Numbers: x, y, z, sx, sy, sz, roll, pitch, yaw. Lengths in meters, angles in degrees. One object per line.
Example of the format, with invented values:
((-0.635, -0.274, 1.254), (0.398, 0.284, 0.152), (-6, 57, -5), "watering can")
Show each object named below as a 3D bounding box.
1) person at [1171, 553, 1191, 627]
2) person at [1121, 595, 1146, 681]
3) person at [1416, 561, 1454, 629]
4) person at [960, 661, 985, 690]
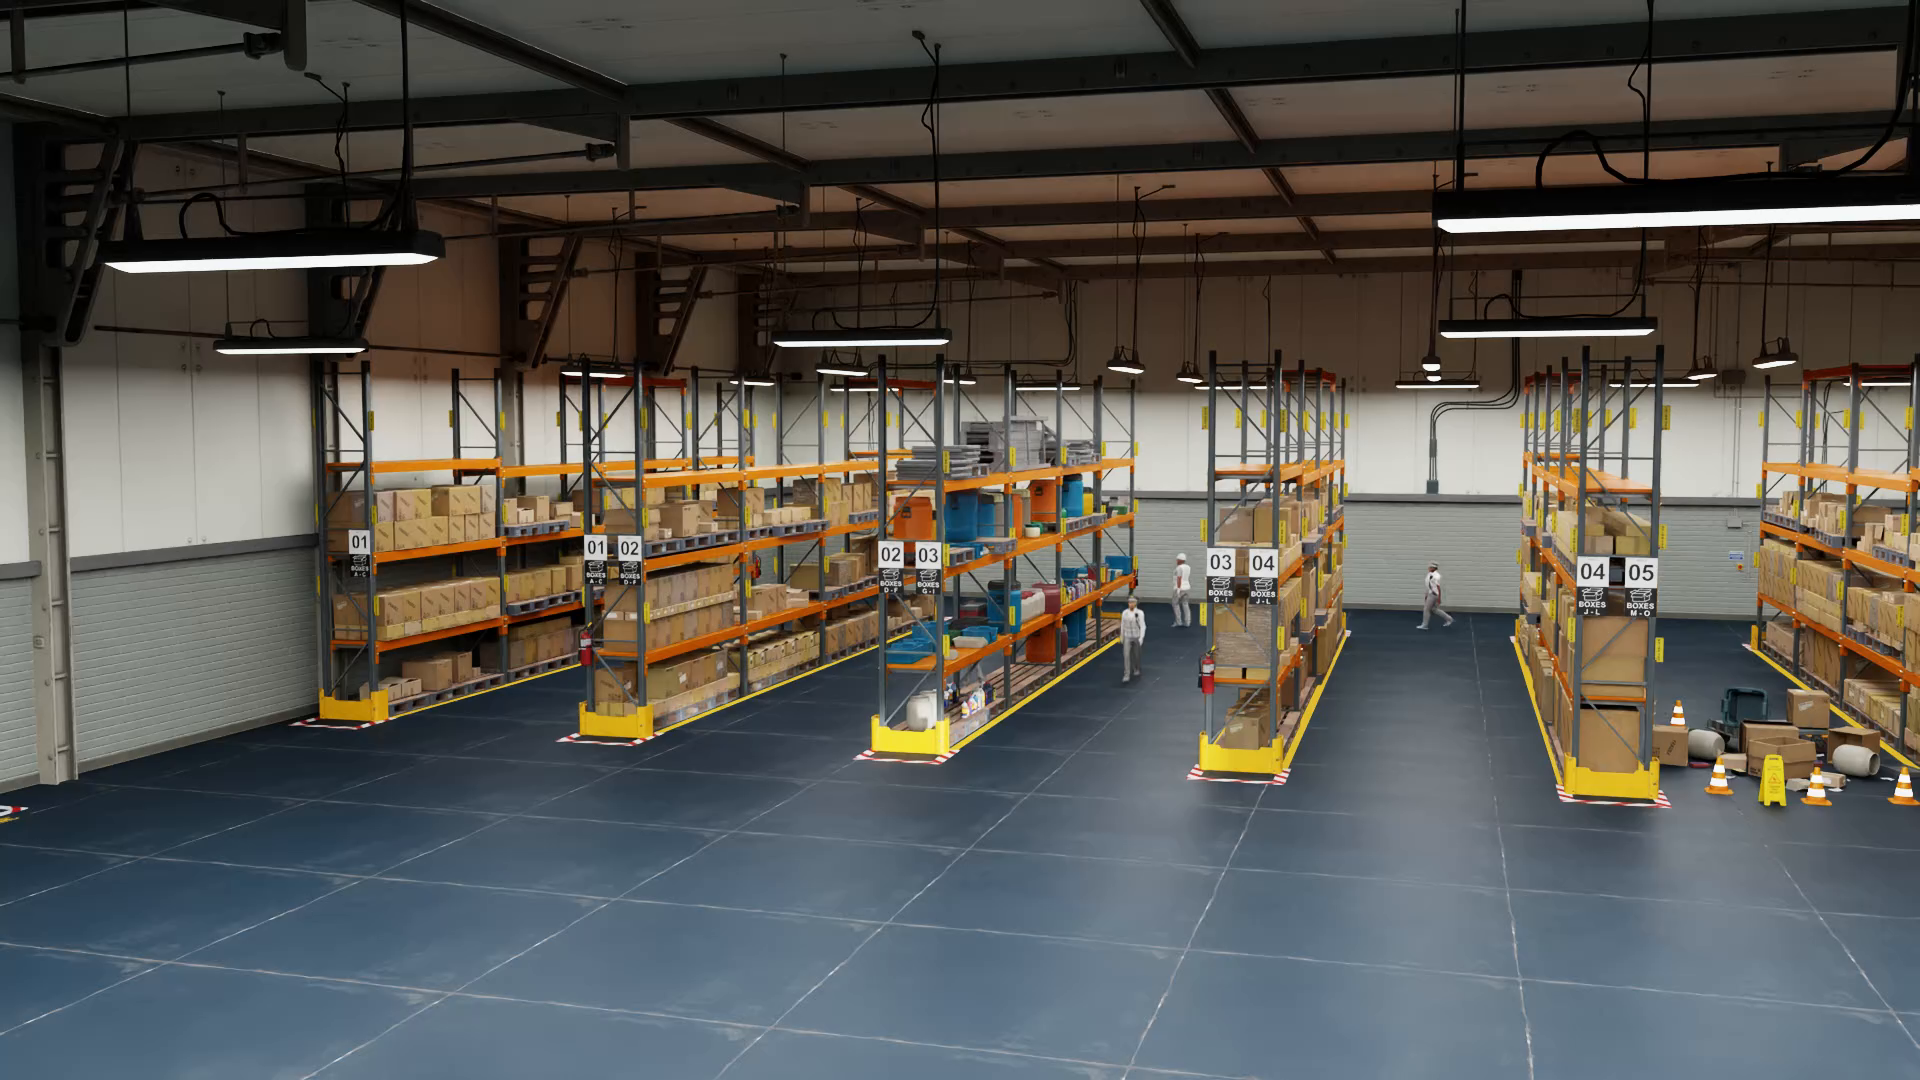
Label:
((5.399, 1.241, 40.508), (0.542, 1.830, 0.616), (4, 6, 42), "person")
((3.341, 1.867, 32.115), (0.495, 1.623, 1.050), (1, 4, 8), "person")
((11.407, 1.318, 39.877), (0.925, 1.644, 0.458), (0, 4, 6), "person")
((0.211, 2.012, 30.444), (0.475, 1.600, 0.687), (-3, 5, -39), "person")
